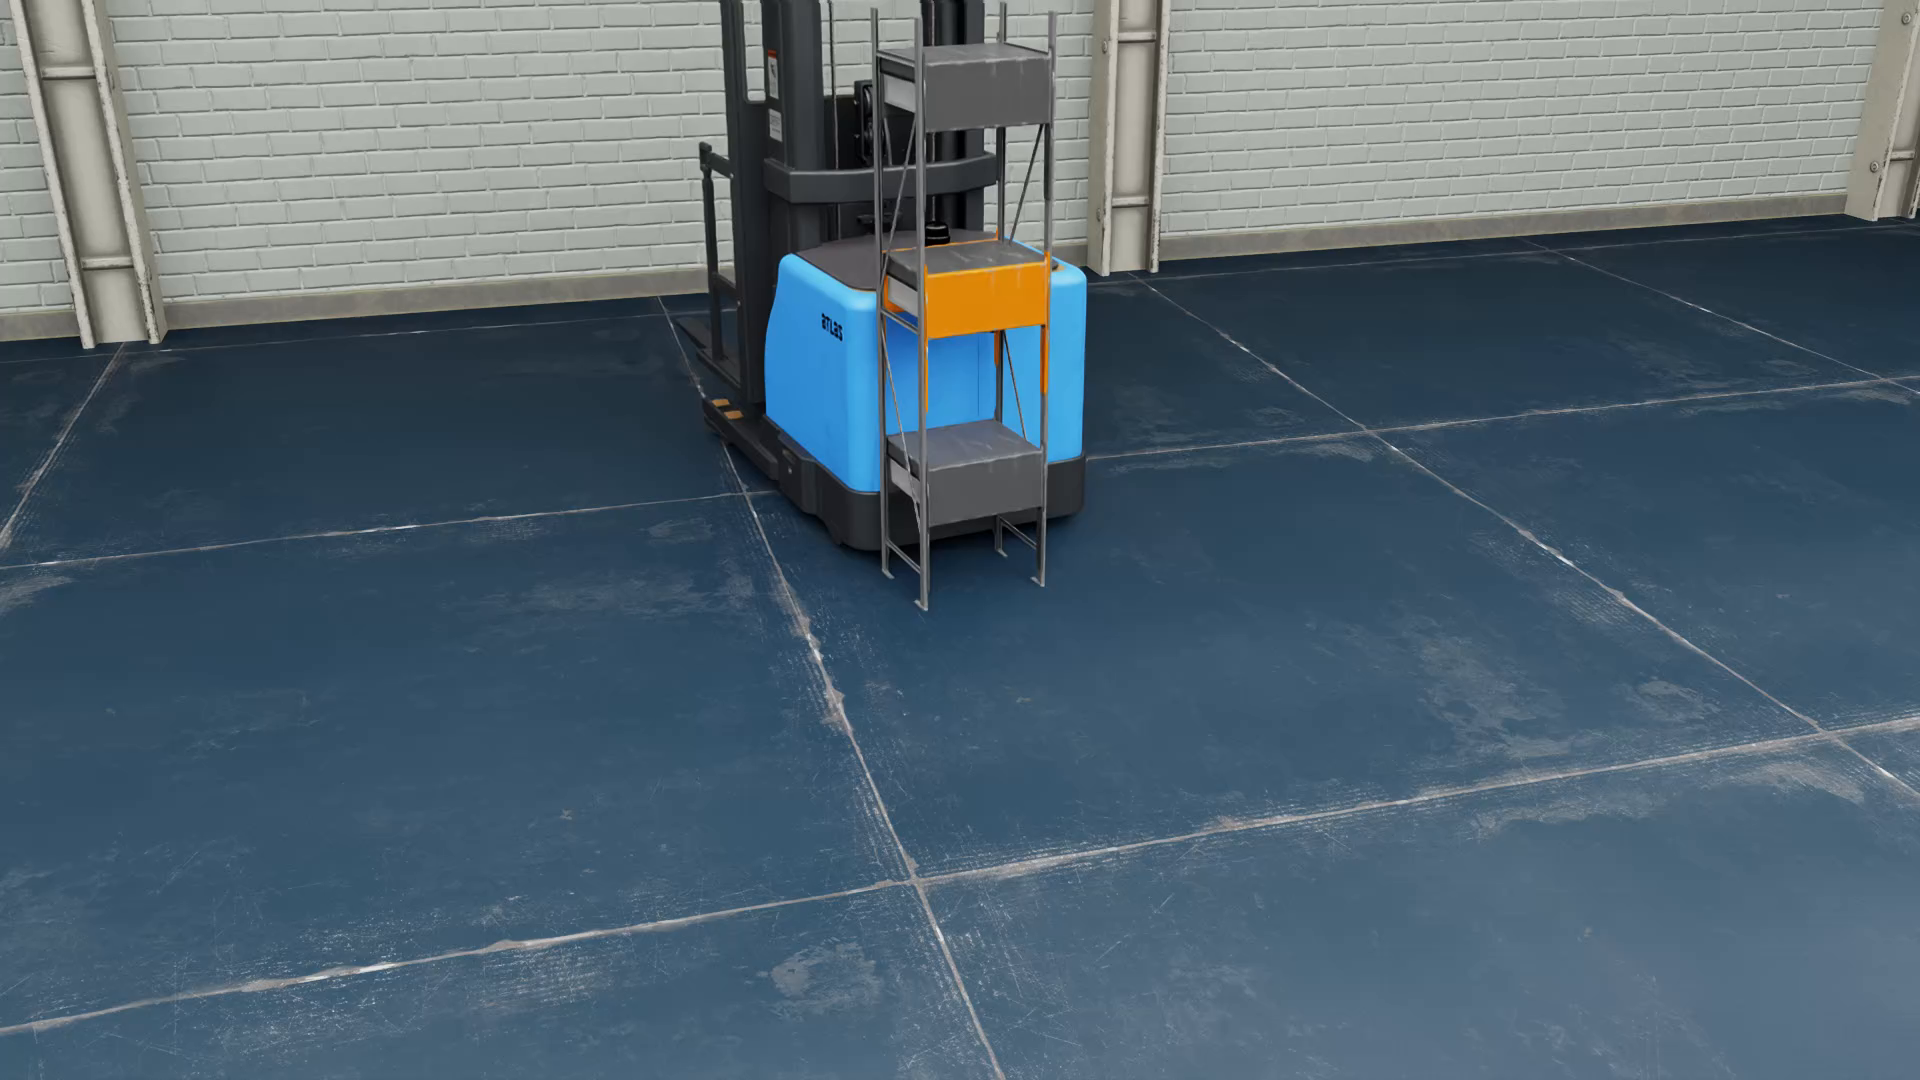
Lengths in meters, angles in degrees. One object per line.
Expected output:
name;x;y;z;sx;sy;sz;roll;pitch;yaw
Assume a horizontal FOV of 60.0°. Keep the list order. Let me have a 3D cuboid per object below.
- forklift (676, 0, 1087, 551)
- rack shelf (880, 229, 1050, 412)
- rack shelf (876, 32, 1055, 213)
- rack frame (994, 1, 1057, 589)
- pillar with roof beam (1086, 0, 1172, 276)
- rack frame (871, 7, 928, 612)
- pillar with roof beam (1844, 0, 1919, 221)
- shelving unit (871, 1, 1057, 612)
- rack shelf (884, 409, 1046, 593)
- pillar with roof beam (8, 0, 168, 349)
forklift;-0.575;-1.853;7.351;1.130;2.935;3.031;-11;25;-23
rack shelf;0.010;-0.799;5.984;0.480;0.518;0.431;-11;25;-23
rack shelf;0.010;-1.442;5.708;0.480;0.518;0.431;-11;25;-23
rack frame;0.230;-0.853;6.075;0.015;2.100;0.400;-11;25;-23
pillar with roof beam;2.223;-4.281;5.316;0.400;9.000;9.100;-6;24;-14
rack frame;-0.211;-0.770;5.882;0.015;2.100;0.400;-11;25;-23
pillar with roof beam;8.000;-4.920;6.805;0.400;9.000;9.100;-6;24;-14
shelving unit;0.010;-0.811;5.978;0.503;2.100;0.431;-11;25;-23
rack shelf;0.010;-0.156;6.260;0.480;0.518;0.431;-11;25;-23
pillar with roof beam;-3.554;-3.642;3.826;0.400;9.000;9.100;-6;24;-14
